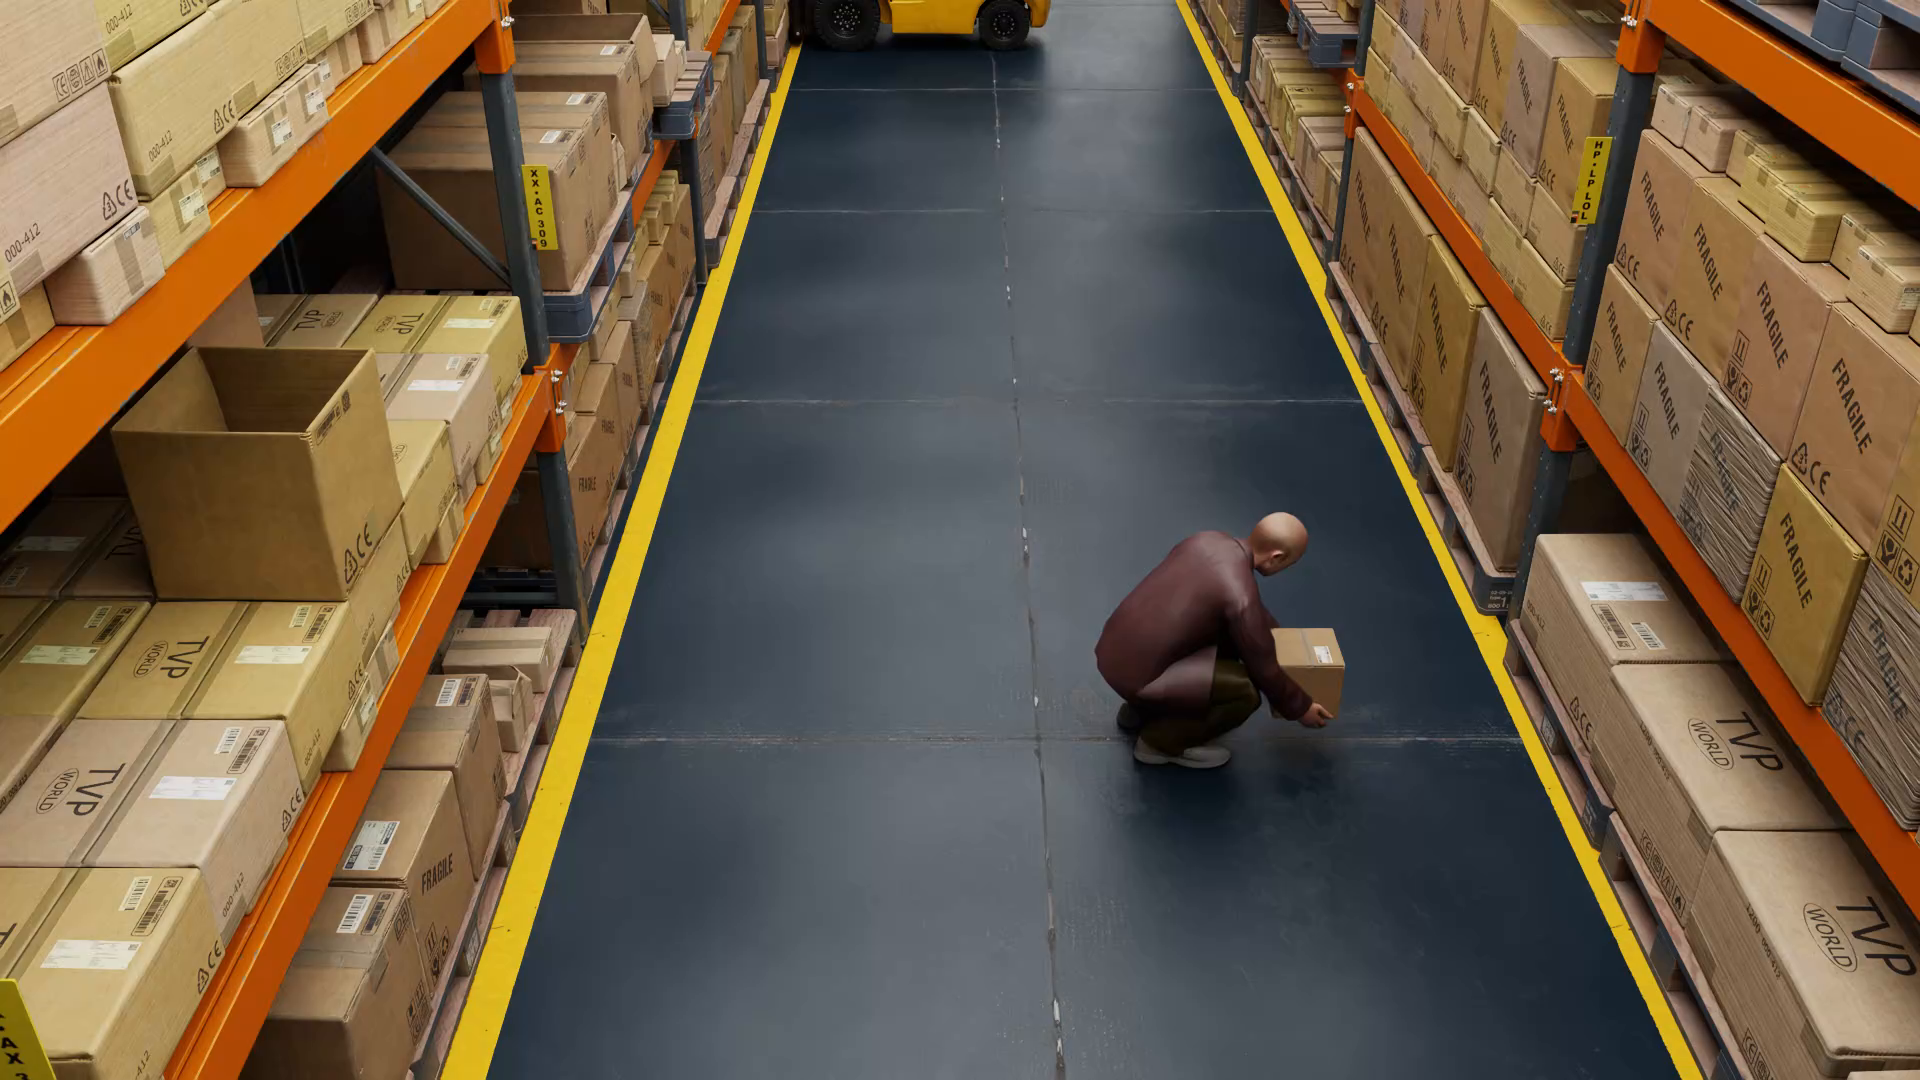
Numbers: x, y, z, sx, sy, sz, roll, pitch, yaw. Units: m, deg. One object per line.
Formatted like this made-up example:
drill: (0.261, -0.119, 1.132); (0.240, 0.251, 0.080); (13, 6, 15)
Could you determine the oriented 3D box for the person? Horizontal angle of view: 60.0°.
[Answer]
person: (0.964, 0.366, 6.310); (0.899, 0.991, 0.594); (0, 31, 0)
